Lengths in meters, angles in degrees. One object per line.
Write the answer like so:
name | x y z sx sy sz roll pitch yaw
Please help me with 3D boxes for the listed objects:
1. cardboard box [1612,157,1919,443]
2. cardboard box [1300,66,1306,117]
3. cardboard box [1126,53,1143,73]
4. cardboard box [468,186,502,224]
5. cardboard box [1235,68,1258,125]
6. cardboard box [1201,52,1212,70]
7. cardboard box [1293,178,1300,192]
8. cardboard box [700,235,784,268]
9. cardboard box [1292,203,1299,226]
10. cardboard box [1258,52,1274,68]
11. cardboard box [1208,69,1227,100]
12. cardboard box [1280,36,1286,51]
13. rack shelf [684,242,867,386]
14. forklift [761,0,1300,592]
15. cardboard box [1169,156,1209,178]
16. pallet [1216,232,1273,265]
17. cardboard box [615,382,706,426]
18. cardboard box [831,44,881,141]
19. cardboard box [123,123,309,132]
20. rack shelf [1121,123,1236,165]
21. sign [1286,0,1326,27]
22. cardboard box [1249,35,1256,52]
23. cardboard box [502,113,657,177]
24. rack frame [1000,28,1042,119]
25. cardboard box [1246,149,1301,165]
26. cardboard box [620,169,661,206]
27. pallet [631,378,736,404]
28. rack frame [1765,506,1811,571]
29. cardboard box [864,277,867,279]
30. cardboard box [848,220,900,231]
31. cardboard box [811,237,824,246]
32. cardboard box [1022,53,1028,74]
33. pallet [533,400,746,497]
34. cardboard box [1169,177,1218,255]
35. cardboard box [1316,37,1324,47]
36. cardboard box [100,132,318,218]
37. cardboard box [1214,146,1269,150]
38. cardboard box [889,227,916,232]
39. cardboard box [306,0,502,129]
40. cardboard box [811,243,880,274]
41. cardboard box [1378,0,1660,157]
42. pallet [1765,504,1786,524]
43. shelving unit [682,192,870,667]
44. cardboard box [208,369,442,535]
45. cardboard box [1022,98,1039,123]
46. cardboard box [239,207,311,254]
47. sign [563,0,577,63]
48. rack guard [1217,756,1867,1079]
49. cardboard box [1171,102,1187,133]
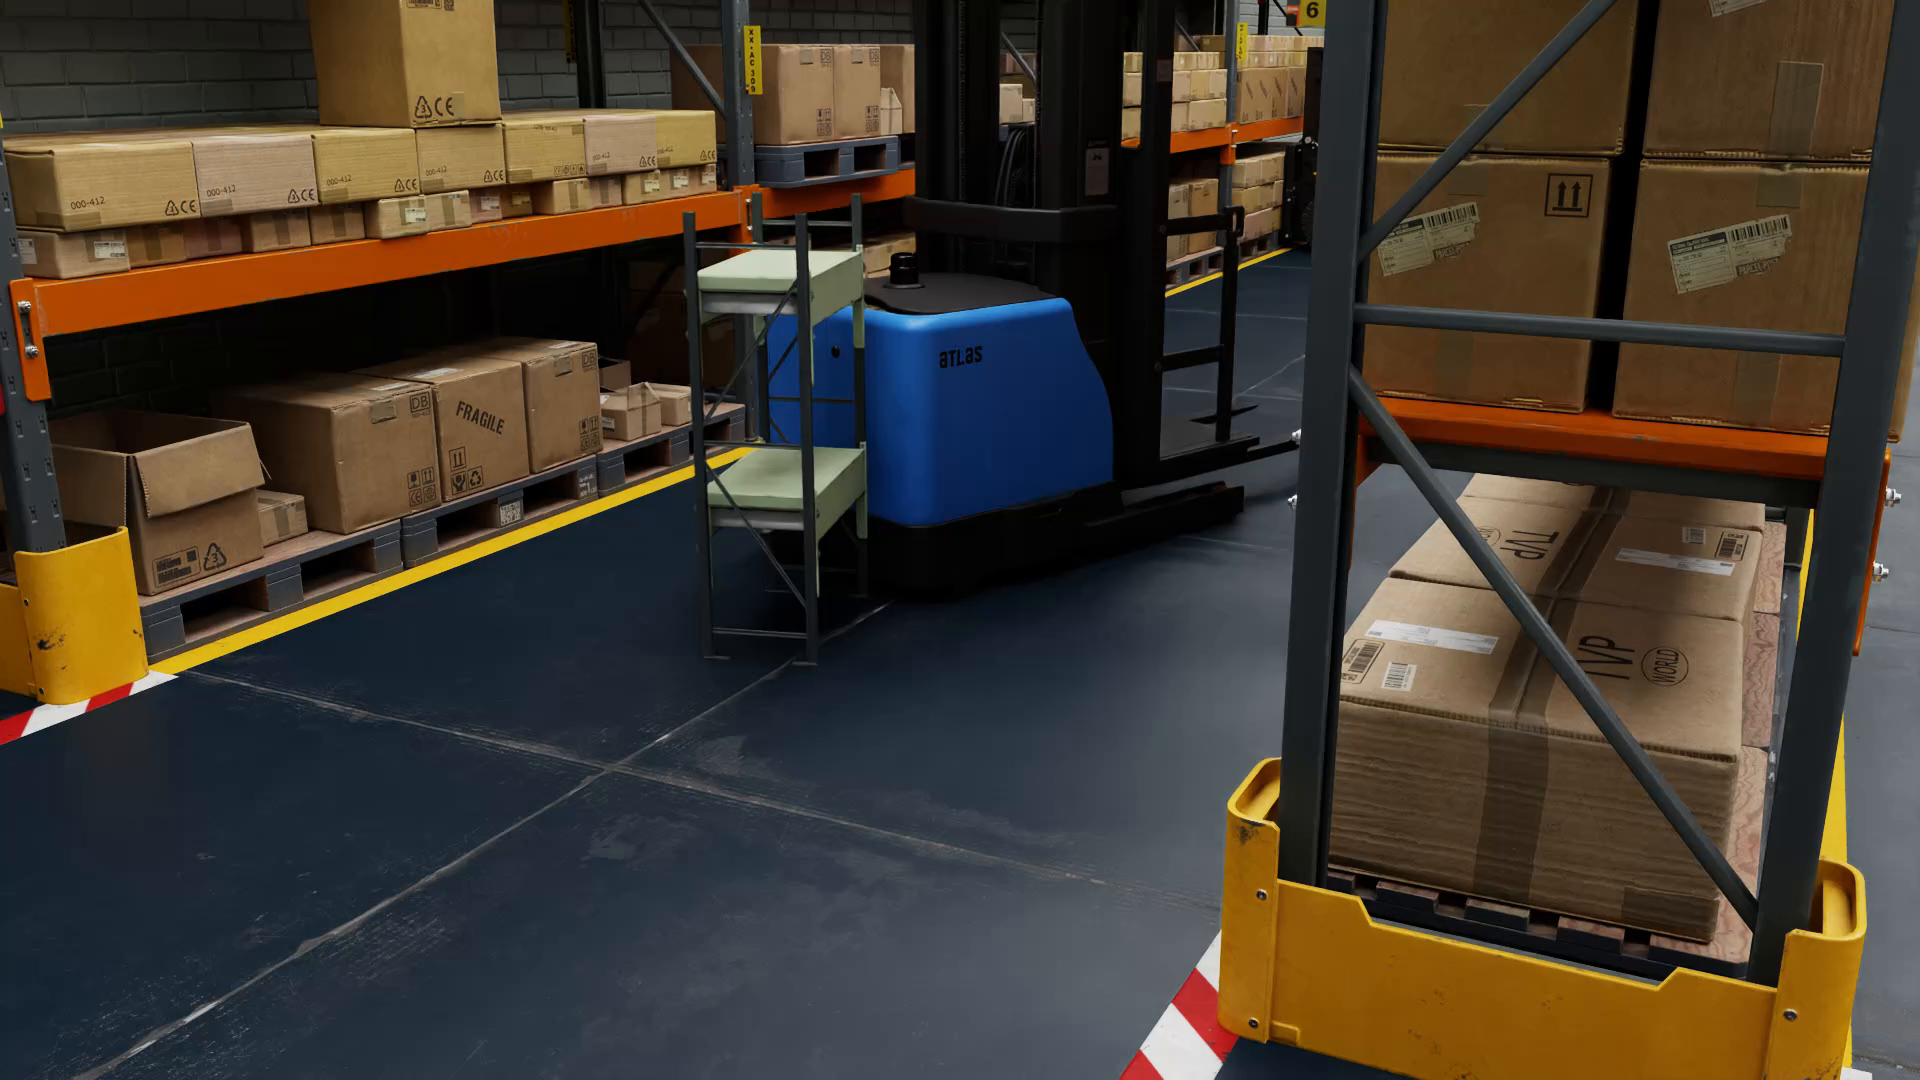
cardboard box | 1.610 -0.510 3.298 0.500 0.500 0.500 8 18 25
cardboard box | 3.392 -4.710 17.438 0.500 0.500 0.500 8 18 24
cardboard box | 1.245 -3.777 13.159 0.380 0.149 0.250 9 19 27
cardboard box | -2.138 -1.401 6.915 0.380 0.149 0.250 8 18 25
cardboard box | 2.491 -4.191 15.692 0.500 0.500 0.500 8 18 24
cardboard box | 2.006 -4.239 14.713 0.380 0.149 0.250 8 18 25
cardboard box | 3.236 -3.654 17.272 0.500 0.250 0.500 8 18 25
cardboard box | -1.172 -1.548 8.957 0.380 0.149 0.250 8 18 24
cardboard box | 3.245 -3.419 17.358 0.500 0.250 0.500 9 19 27
cardboard box | 2.819 -4.660 16.129 0.380 0.149 0.250 9 19 27
cardboard box | 2.068 -4.074 14.857 0.500 0.250 0.500 8 18 24
cardboard box | 3.067 -5.012 16.795 0.380 0.149 0.250 8 18 26
rack shelf | -0.610 -0.782 5.652 0.431 0.370 0.720 3 17 10
forklift | 0.610 -1.542 7.069 3.031 2.935 1.130 -15 22 -40
cardboard box | 2.106 -3.576 16.131 0.500 0.250 0.500 9 19 26
pallet | 2.452 -2.924 16.498 1.003 0.211 1.213 8 18 25
cardboard box | -1.502 -0.681 8.319 0.380 0.149 0.250 7 18 24
cardboard box | -0.868 -2.502 9.266 0.700 0.500 0.500 8 18 26
cardboard box | -2.878 -1.485 6.498 0.500 0.250 0.500 9 19 27
rack shelf | 1.165 -3.209 13.824 1.077 0.370 4.000 8 18 25
sign | 0.660 -1.118 3.069 0.100 0.325 0.005 8 18 25
cardboard box | 2.609 -4.753 15.920 0.380 0.149 0.250 8 18 24
cardboard box | -1.736 -1.806 7.578 0.500 0.250 0.500 8 18 26
rack frame | 0.272 -3.045 12.007 1.000 3.000 0.127 8 18 25
cardboard box | 3.247 -3.899 17.220 0.500 0.250 0.500 8 18 24
cardboard box | -1.624 -1.654 7.765 0.380 0.149 0.250 9 19 27
pallet | -1.186 -0.901 9.687 1.003 0.211 1.213 8 18 25
rack frame | 2.926 -1.395 6.453 1.000 3.000 0.127 8 18 25
cardboard box | -0.869 -1.260 9.652 0.500 0.500 0.500 8 18 25
cardboard box | -0.627 -2.070 11.240 0.380 0.149 0.250 7 18 23
cardboard box | -1.069 -1.805 10.348 0.380 0.149 0.250 8 18 26
cardboard box | 0.423 -3.651 12.734 0.380 0.149 0.250 8 18 25
pallet | -1.824 -0.514 8.385 1.003 0.211 1.213 8 18 25
cardboard box | 1.836 -2.992 15.263 0.875 0.625 0.625 9 19 28
cardboard box | 3.700 -5.329 17.860 0.380 0.149 0.250 9 19 27
cardboard box | -2.634 -1.287 5.831 0.500 0.250 0.500 8 18 26
cardboard box | 3.009 -4.093 17.871 0.500 0.250 0.500 8 18 25
cardboard box | -0.243 -1.941 10.803 0.380 0.149 0.250 8 18 25
cardboard box | -2.189 -1.900 6.579 0.500 0.500 0.500 9 19 27
cardboard box | -0.703 -1.675 9.909 0.380 0.149 0.250 8 18 25
cardboard box | 1.141 -1.057 3.382 0.500 0.500 0.500 9 19 27
pallet | 3.204 -0.265 7.545 1.003 0.211 1.213 8 18 25
shelving unit | -0.610 -0.408 5.763 0.431 1.500 0.755 3 17 10
cardboard box | -2.528 -0.366 6.643 0.700 0.500 0.500 9 19 28
cardboard box | 0.321 -2.909 11.255 0.380 0.149 0.250 8 19 26
cardboard box | -2.584 -1.134 6.015 0.380 0.149 0.250 9 19 27
sign | -2.014 -2.650 8.646 0.100 0.325 0.005 8 18 25
rack guard | 1.128 0.828 3.358 1.175 0.500 0.348 8 18 25
cardboard box | 1.599 -3.579 14.068 0.500 0.250 0.500 8 18 26
